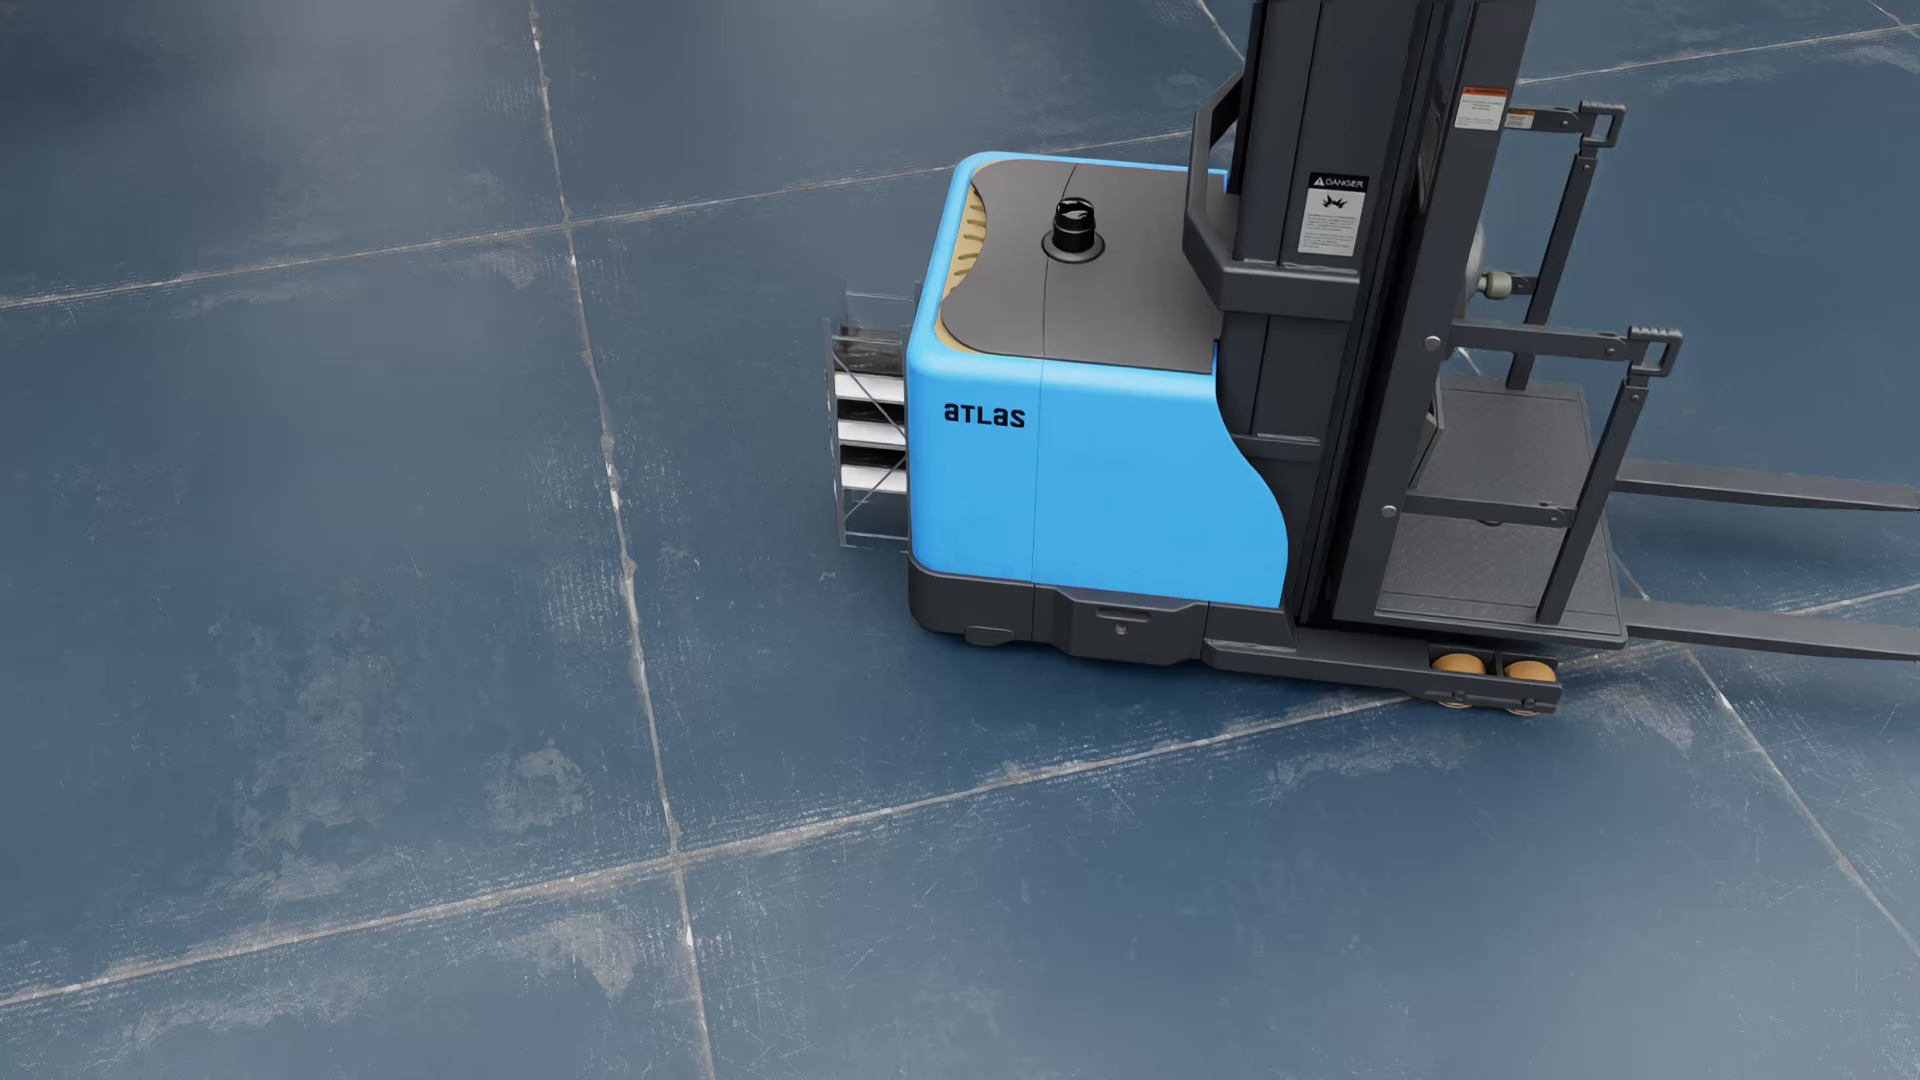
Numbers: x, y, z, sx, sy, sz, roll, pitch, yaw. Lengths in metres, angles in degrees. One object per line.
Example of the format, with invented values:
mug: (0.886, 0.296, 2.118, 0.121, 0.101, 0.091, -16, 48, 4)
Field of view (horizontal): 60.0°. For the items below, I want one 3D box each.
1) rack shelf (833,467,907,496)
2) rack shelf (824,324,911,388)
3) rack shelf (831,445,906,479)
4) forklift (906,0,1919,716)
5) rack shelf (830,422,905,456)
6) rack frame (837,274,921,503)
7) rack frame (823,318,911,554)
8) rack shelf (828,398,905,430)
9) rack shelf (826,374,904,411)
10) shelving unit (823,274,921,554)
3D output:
rack shelf: (-0.244, -0.207, 5.121, 0.258, 0.077, 0.200, 6, 46, 6)
rack shelf: (-0.244, -0.522, 4.800, 0.258, 0.077, 0.200, 6, 46, 6)
rack shelf: (-0.244, -0.270, 5.057, 0.258, 0.077, 0.200, 6, 46, 6)
forklift: (1.409, -0.932, 4.111, 3.031, 2.935, 1.130, 6, 46, 6)
rack shelf: (-0.244, -0.333, 4.993, 0.258, 0.077, 0.200, 6, 46, 6)
rack frame: (-0.229, -0.428, 5.039, 0.240, 0.900, 0.006, 6, 46, 6)
rack frame: (-0.259, -0.284, 4.898, 0.240, 0.900, 0.006, 6, 46, 6)
rack shelf: (-0.244, -0.396, 4.928, 0.258, 0.077, 0.200, 6, 46, 6)
rack shelf: (-0.244, -0.459, 4.864, 0.258, 0.077, 0.200, 6, 46, 6)
shelving unit: (-0.244, -0.356, 4.969, 0.258, 0.900, 0.210, 6, 46, 6)
